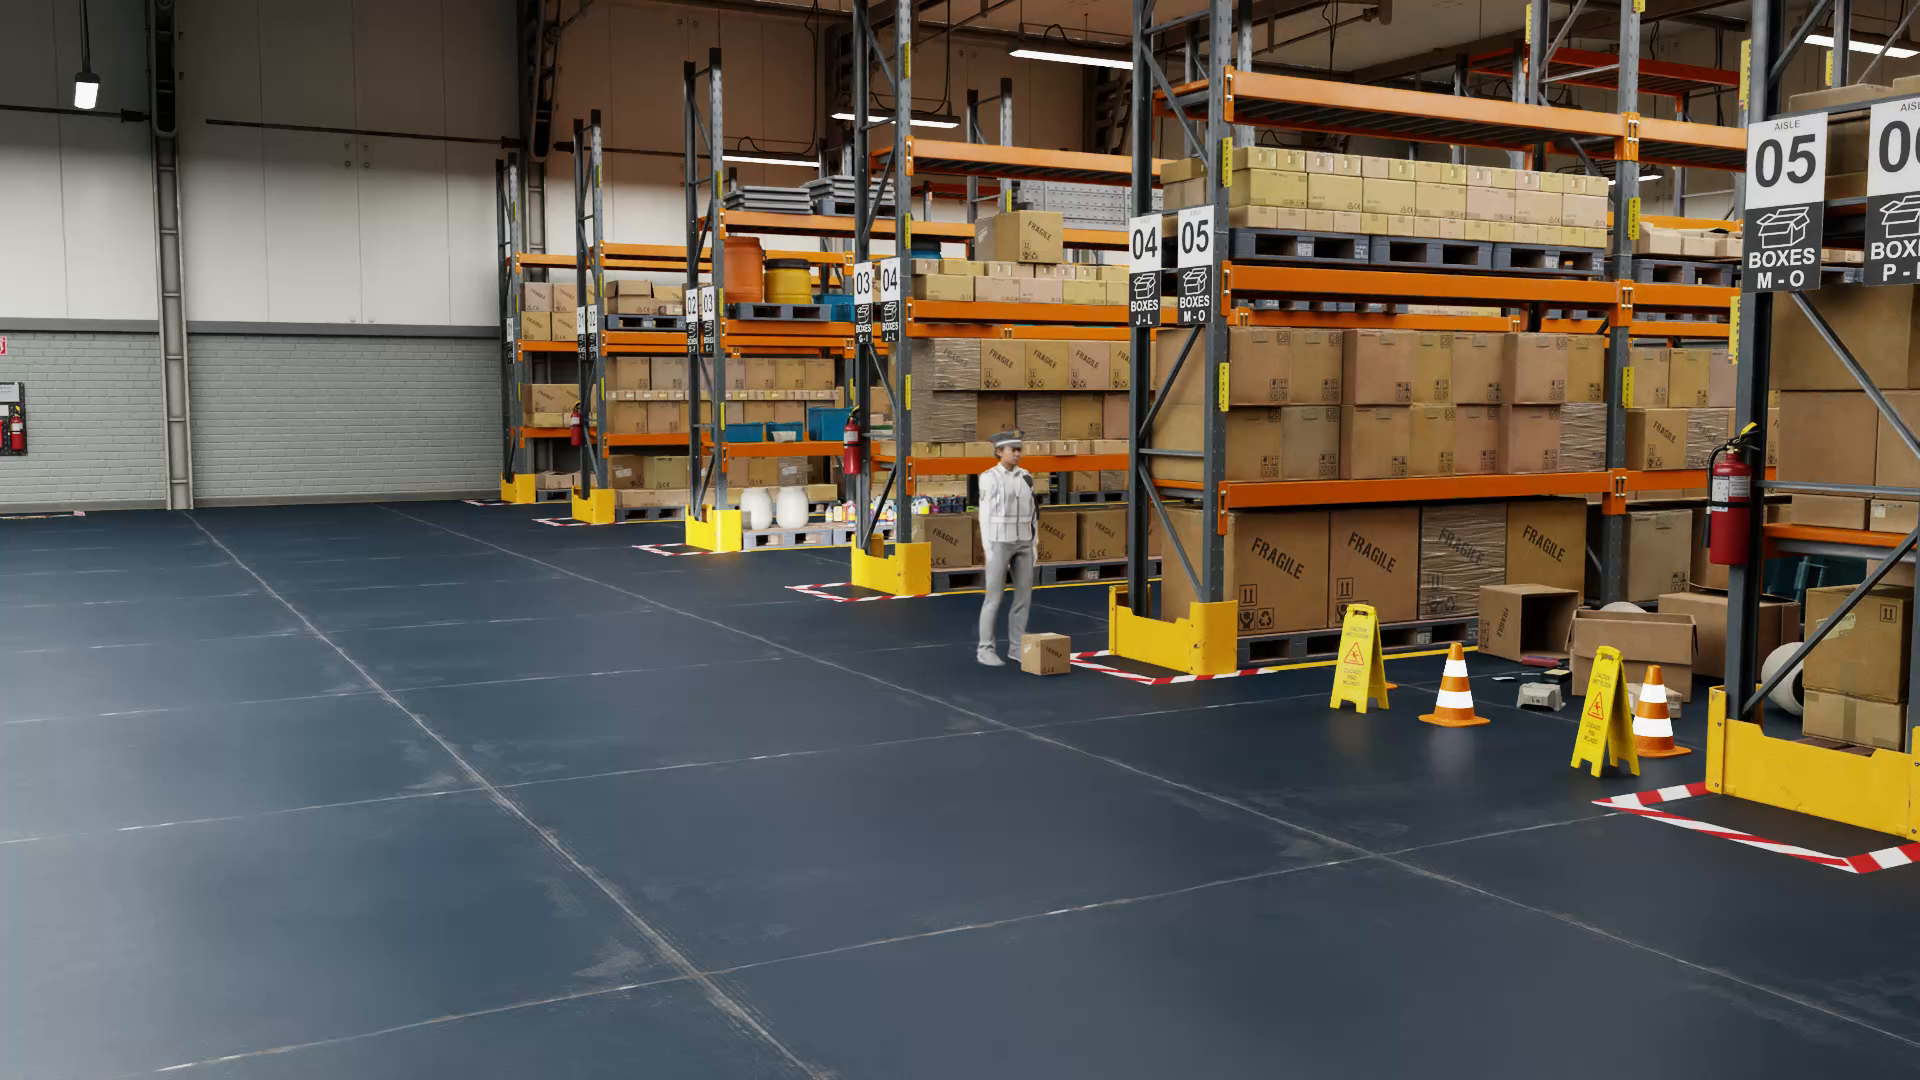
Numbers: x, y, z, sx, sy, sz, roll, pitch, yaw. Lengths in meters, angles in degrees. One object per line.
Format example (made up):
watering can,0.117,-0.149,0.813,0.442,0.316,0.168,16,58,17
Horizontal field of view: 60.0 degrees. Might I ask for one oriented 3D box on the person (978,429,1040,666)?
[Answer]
person,0.361,0.054,11.914,0.465,1.695,0.343,-3,6,-31
